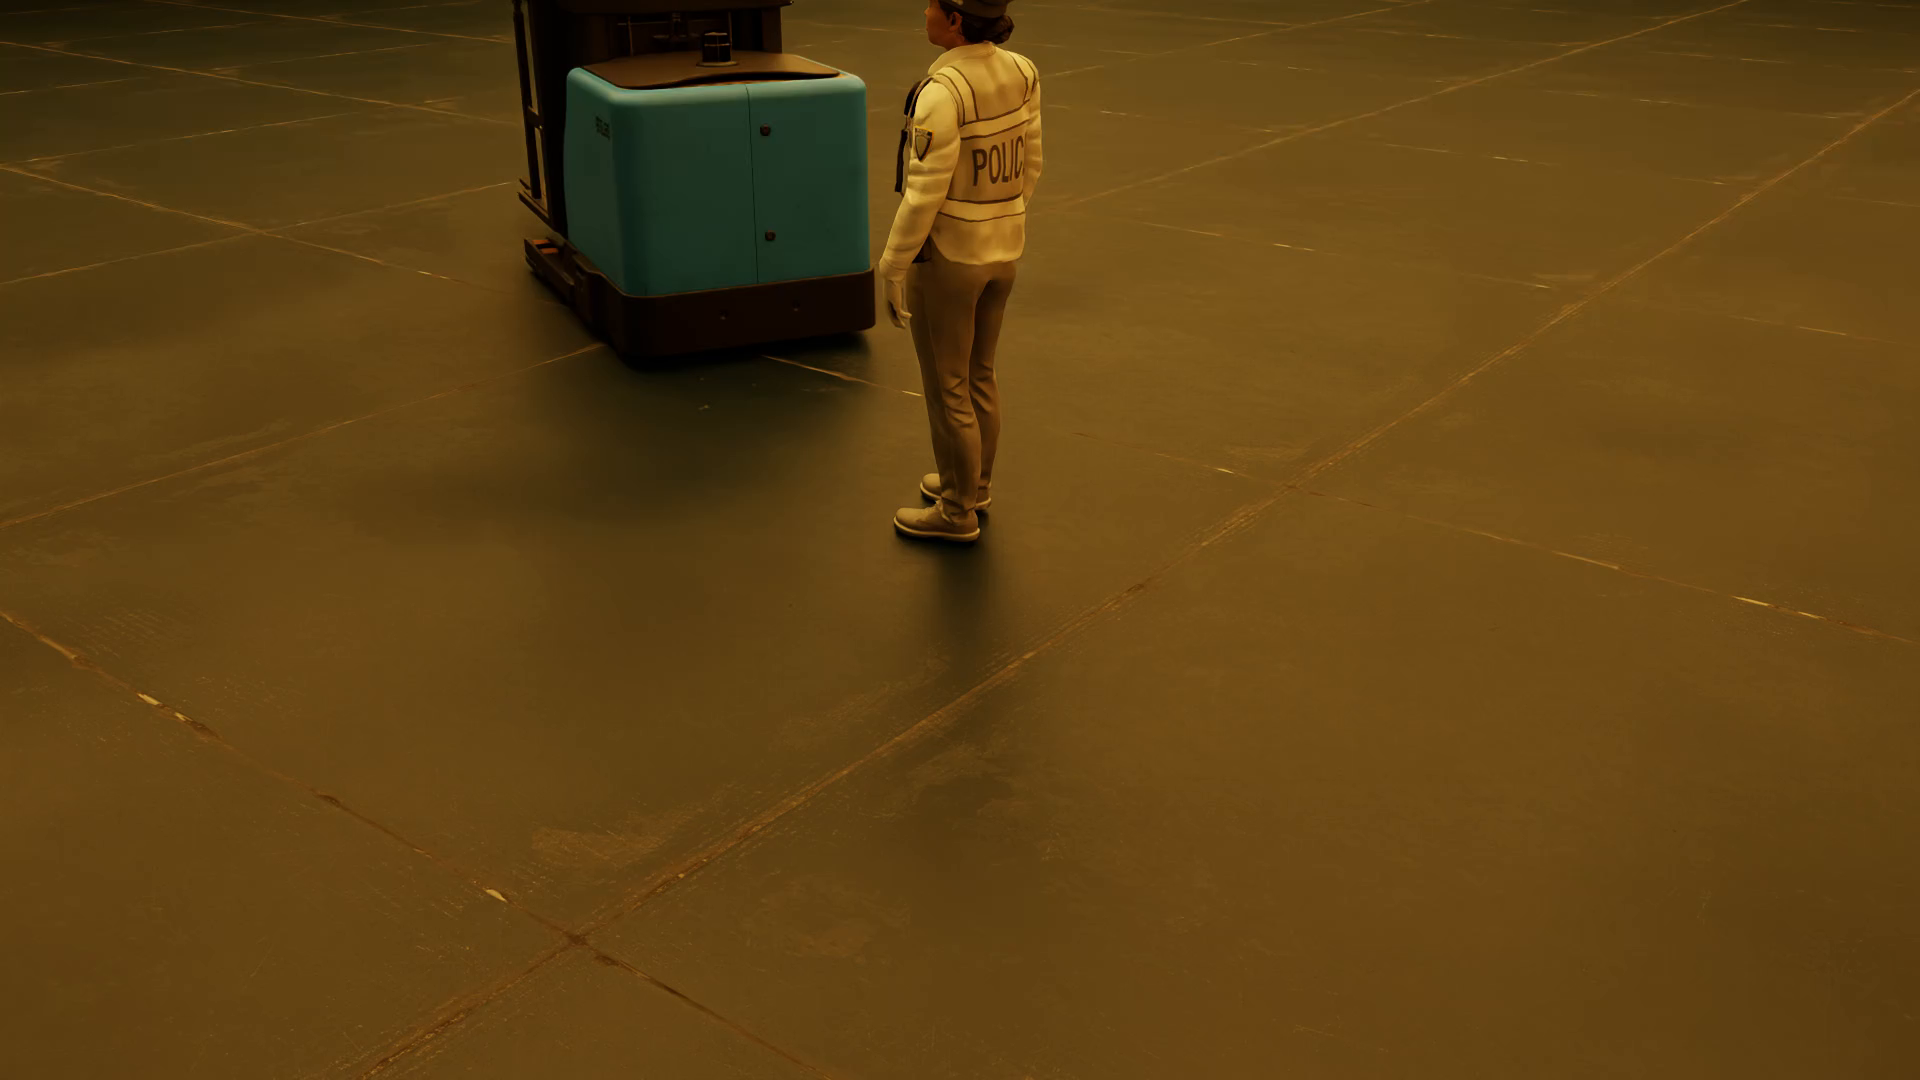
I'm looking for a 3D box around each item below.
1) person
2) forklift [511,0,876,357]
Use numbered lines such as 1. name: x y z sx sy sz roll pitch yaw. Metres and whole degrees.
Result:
1. person: -0.050 -0.803 4.717 0.531 1.695 0.588 17 29 34
2. forklift: -1.430 -2.611 7.352 1.130 2.935 3.031 -10 26 -23
